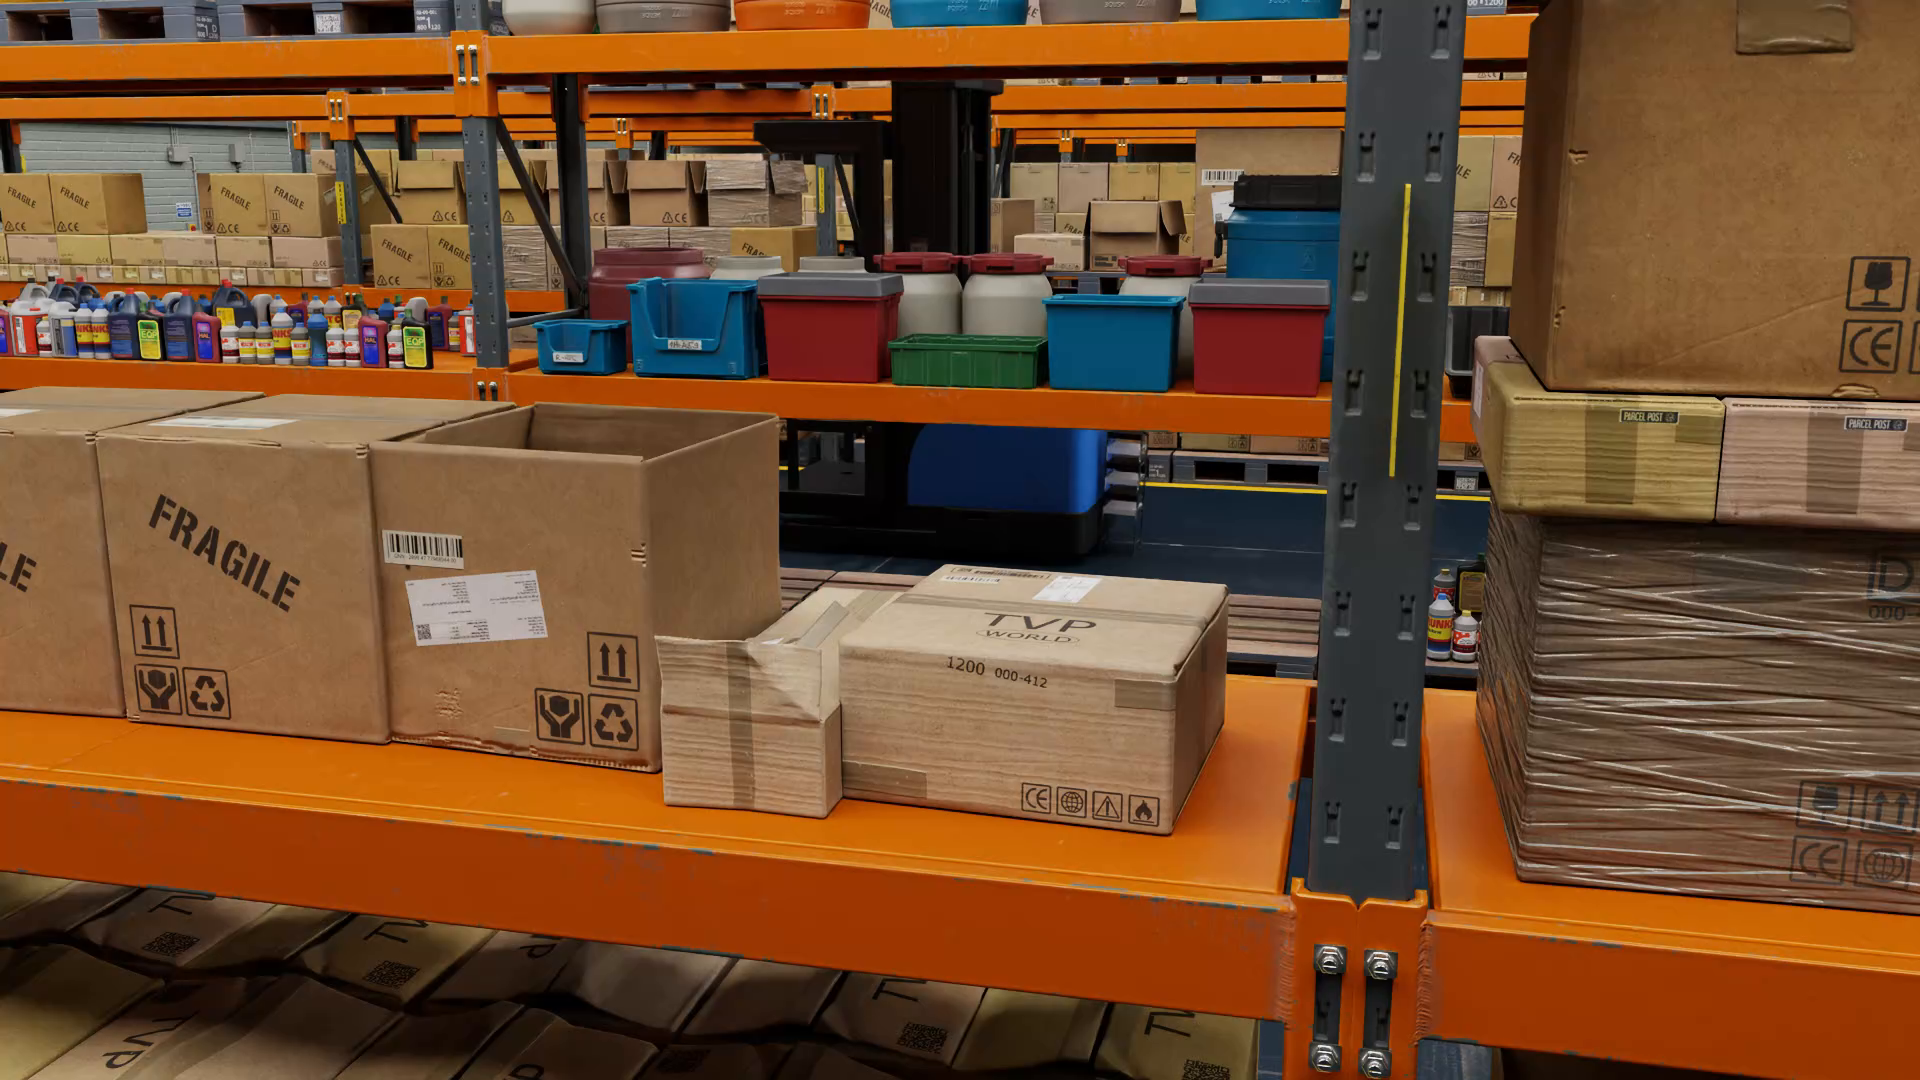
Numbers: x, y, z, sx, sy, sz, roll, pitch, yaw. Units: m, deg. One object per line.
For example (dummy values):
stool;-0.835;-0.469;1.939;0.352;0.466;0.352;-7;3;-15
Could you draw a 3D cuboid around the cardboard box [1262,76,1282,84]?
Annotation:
cardboard box;3.034;-4.610;16.310;0.500;0.250;0.500;3;13;13

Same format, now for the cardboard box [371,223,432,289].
cardboard box;-4.382;-2.297;13.432;0.500;0.500;0.500;3;13;14

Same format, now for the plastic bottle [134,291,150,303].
plastic bottle;-4.520;-1.218;9.086;0.135;0.276;0.152;3;13;14

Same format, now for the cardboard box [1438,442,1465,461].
cardboard box;3.377;-0.865;12.010;0.500;0.500;0.500;3;13;12

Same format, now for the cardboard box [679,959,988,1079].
cardboard box;-0.205;0.936;3.174;0.500;0.311;0.500;3;13;13

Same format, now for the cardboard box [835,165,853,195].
cardboard box;-1.535;-4.842;22.594;0.500;0.500;0.500;3;13;13

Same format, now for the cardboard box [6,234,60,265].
cardboard box;-7.744;-2.497;14.224;0.500;0.250;0.500;3;13;13

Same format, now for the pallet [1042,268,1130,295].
pallet;1.047;-1.930;12.449;1.213;0.211;1.003;3;13;14

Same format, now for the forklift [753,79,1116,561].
forklift;-0.603;-1.468;10.084;3.031;2.935;1.130;4;13;16

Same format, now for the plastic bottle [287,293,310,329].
plastic bottle;-3.525;-1.179;8.891;0.133;0.283;0.061;3;13;14

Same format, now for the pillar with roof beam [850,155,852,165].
pillar with roof beam;-2.700;-7.702;24.173;0.400;9.000;9.100;3;13;14

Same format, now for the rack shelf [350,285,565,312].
rack shelf;-2.827;-1.870;13.398;4.000;0.370;1.077;3;13;14

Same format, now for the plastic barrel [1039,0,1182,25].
plastic barrel;0.631;-2.592;6.909;0.600;0.901;0.600;0;13;0

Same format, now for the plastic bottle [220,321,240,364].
plastic bottle;-3.560;-0.967;8.127;0.097;0.201;0.097;0;13;0

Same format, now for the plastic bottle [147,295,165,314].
plastic bottle;-4.307;-1.177;8.910;0.097;0.271;0.097;0;13;0

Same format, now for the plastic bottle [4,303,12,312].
plastic bottle;-5.261;-1.214;9.239;0.097;0.201;0.097;0;13;0

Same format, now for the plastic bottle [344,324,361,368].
plastic bottle;-2.898;-0.932;7.968;0.097;0.201;0.097;0;13;0

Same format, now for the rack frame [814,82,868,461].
rack frame;-0.885;-2.117;12.852;0.127;3.000;1.000;3;13;14

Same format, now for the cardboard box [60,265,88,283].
cardboard box;-7.388;-2.269;14.116;0.250;0.149;0.380;3;13;12

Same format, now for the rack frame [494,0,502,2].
rack frame;-6.278;-7.545;23.467;0.127;3.000;1.000;3;13;14

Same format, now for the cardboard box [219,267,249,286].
cardboard box;-5.892;-2.189;13.756;0.250;0.149;0.380;3;13;15

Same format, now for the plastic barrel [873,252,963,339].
plastic barrel;-0.197;-1.091;7.912;0.433;0.535;0.433;0;13;0

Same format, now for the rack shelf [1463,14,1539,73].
rack shelf;3.754;-1.878;6.507;4.000;0.370;1.077;3;13;14

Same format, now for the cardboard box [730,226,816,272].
cardboard box;-1.423;-2.140;12.722;0.500;0.500;0.500;3;13;15

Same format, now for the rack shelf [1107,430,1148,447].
rack shelf;0.991;-0.612;9.802;0.200;0.077;0.258;6;14;15

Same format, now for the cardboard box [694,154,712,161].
cardboard box;-3.489;-5.272;23.036;0.250;0.149;0.380;3;13;13

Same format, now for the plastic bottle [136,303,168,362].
plastic bottle;-3.985;-1.026;8.202;0.133;0.283;0.061;3;13;14

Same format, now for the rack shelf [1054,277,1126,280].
rack shelf;2.343;-2.700;17.140;4.000;0.370;1.077;3;13;14

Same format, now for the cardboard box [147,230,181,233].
cardboard box;-7.131;-2.582;14.608;0.500;0.250;0.500;3;13;12

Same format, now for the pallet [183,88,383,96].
pallet;-5.560;-3.791;13.674;1.213;0.211;1.003;3;13;14

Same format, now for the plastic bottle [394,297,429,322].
plastic bottle;-2.864;-1.130;8.687;0.135;0.276;0.152;3;13;14

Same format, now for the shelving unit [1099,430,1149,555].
shelving unit;0.980;-0.382;9.857;0.210;0.900;0.258;6;14;15

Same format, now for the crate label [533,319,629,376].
crate label;-1.752;-0.893;7.722;0.416;0.233;0.303;3;13;14

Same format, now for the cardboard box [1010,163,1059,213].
cardboard box;0.835;-3.667;17.296;0.500;0.500;0.700;3;13;13

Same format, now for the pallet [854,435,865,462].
pallet;-0.127;-0.715;12.970;1.213;0.211;1.003;3;13;14

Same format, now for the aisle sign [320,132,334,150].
aisle sign;-7.364;-4.906;19.421;0.004;0.787;0.394;3;13;14

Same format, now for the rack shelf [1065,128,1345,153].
rack shelf;3.431;-5.211;21.530;4.000;0.370;1.077;3;13;14

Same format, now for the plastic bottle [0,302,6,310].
plastic bottle;-5.376;-1.234;9.328;0.097;0.201;0.097;0;13;0

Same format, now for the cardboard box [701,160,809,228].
cardboard box;-1.591;-2.697;12.919;0.637;0.503;0.797;4;13;15

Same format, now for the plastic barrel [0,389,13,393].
plastic barrel;-5.431;-0.432;9.132;0.708;0.901;0.600;3;13;14

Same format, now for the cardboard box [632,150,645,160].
cardboard box;-3.862;-4.120;18.651;0.500;0.500;0.500;3;13;15

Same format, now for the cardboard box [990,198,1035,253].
cardboard box;0.215;-2.344;12.672;0.500;0.500;0.700;5;13;22

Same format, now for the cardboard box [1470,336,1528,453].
cardboard box;0.937;-0.223;2.586;0.250;0.149;0.380;3;13;13

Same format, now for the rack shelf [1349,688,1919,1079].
rack shelf;2.563;0.628;2.138;4.000;0.370;1.077;3;13;14

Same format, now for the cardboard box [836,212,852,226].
cardboard box;-1.187;-3.366;17.403;0.250;0.149;0.380;3;13;13

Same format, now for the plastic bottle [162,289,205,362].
plastic bottle;-3.821;-1.059;8.197;0.185;0.351;0.144;3;13;14

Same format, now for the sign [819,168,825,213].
sign;-1.015;-2.566;12.200;0.005;0.325;0.100;3;13;14

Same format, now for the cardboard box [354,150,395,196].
cardboard box;-6.502;-4.149;18.781;0.500;0.500;0.500;3;13;15

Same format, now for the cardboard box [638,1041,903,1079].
cardboard box;-0.347;1.050;2.658;0.500;0.311;0.500;3;13;15

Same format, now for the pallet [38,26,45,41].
pallet;-5.171;-2.636;8.698;1.003;0.211;1.213;3;13;14

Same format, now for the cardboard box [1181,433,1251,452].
cardboard box;1.949;-0.969;12.433;0.500;0.500;0.700;3;13;13

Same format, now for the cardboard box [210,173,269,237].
cardboard box;-5.764;-2.758;13.666;0.500;0.500;0.500;3;13;14

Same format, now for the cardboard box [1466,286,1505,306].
cardboard box;3.624;-1.690;11.505;0.250;0.149;0.380;3;13;14

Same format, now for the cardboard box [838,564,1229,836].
cardboard box;0.133;0.230;2.618;0.500;0.250;0.500;4;13;17
